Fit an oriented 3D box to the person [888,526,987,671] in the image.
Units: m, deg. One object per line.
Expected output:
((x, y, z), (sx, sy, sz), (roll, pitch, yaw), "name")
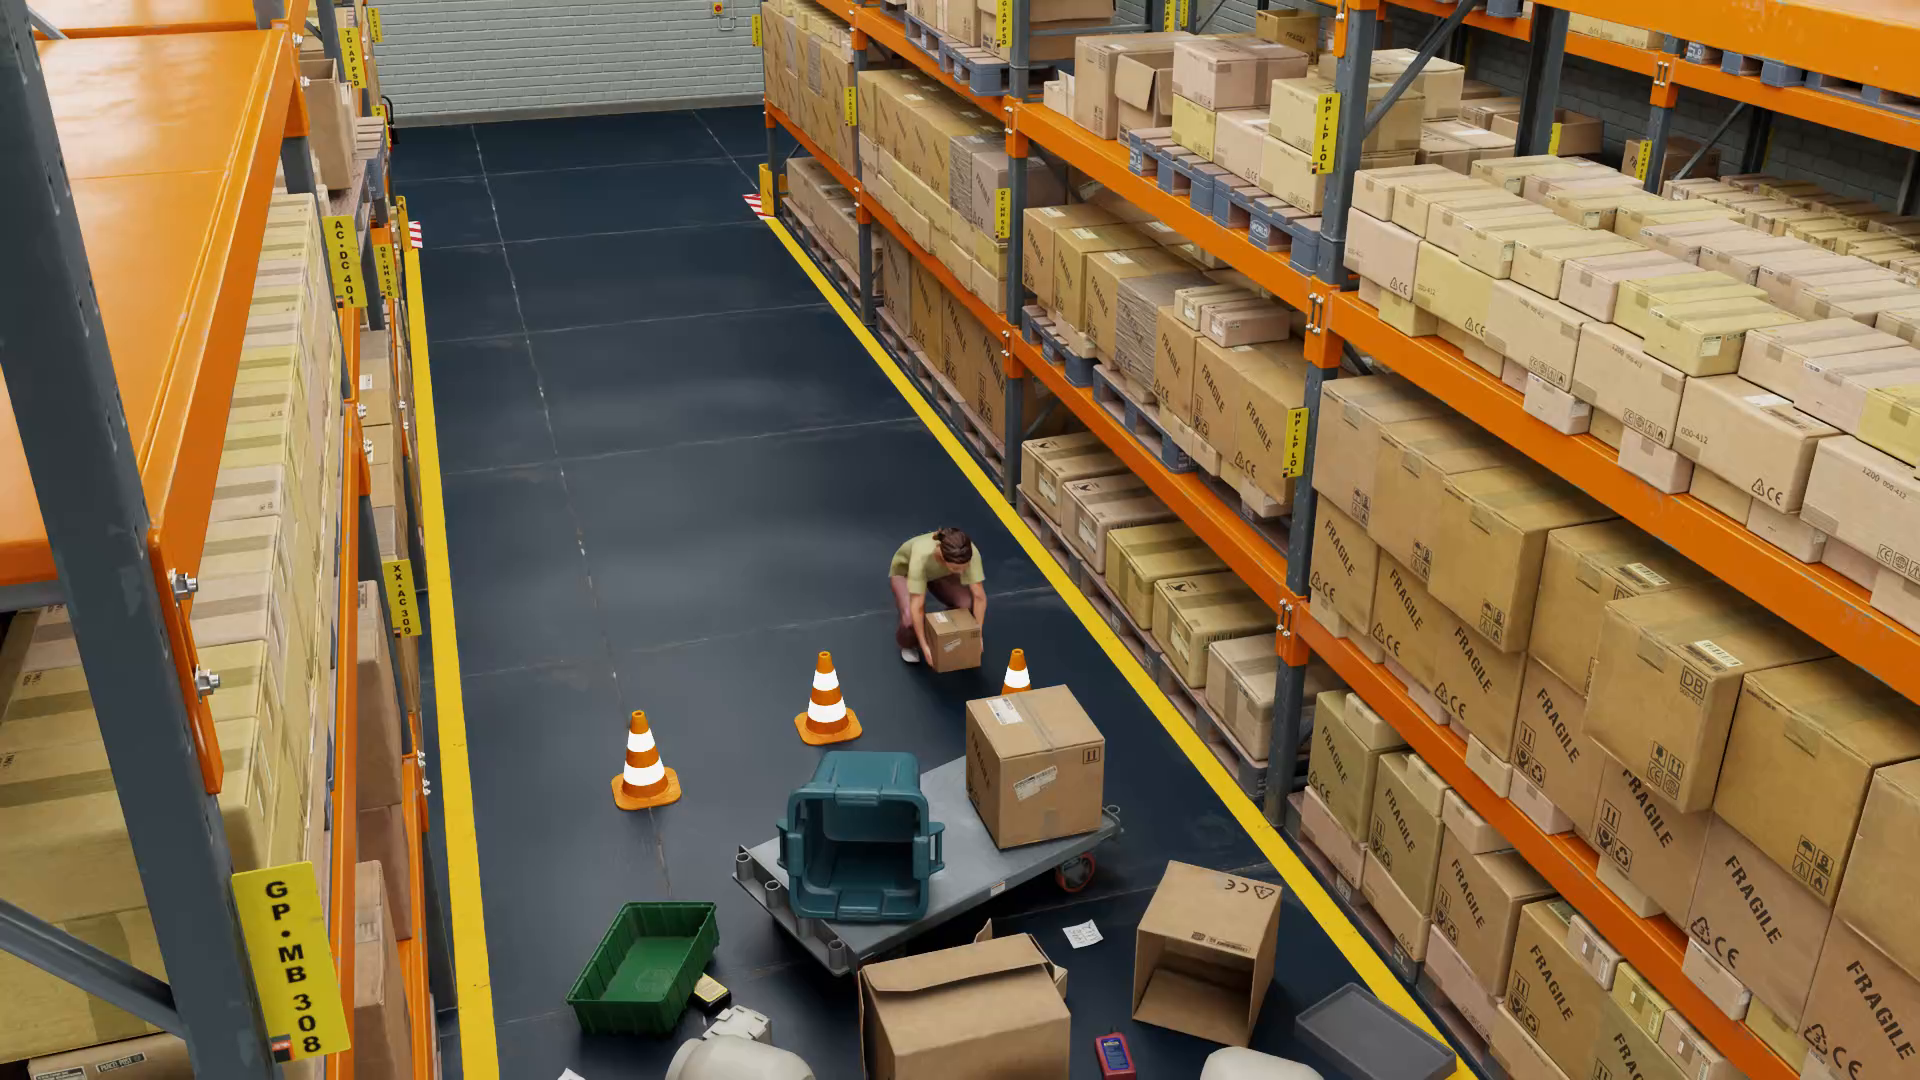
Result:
((-0.130, 0.284, 9.611), (0.493, 0.943, 0.801), (-8, 28, -16), "person")
